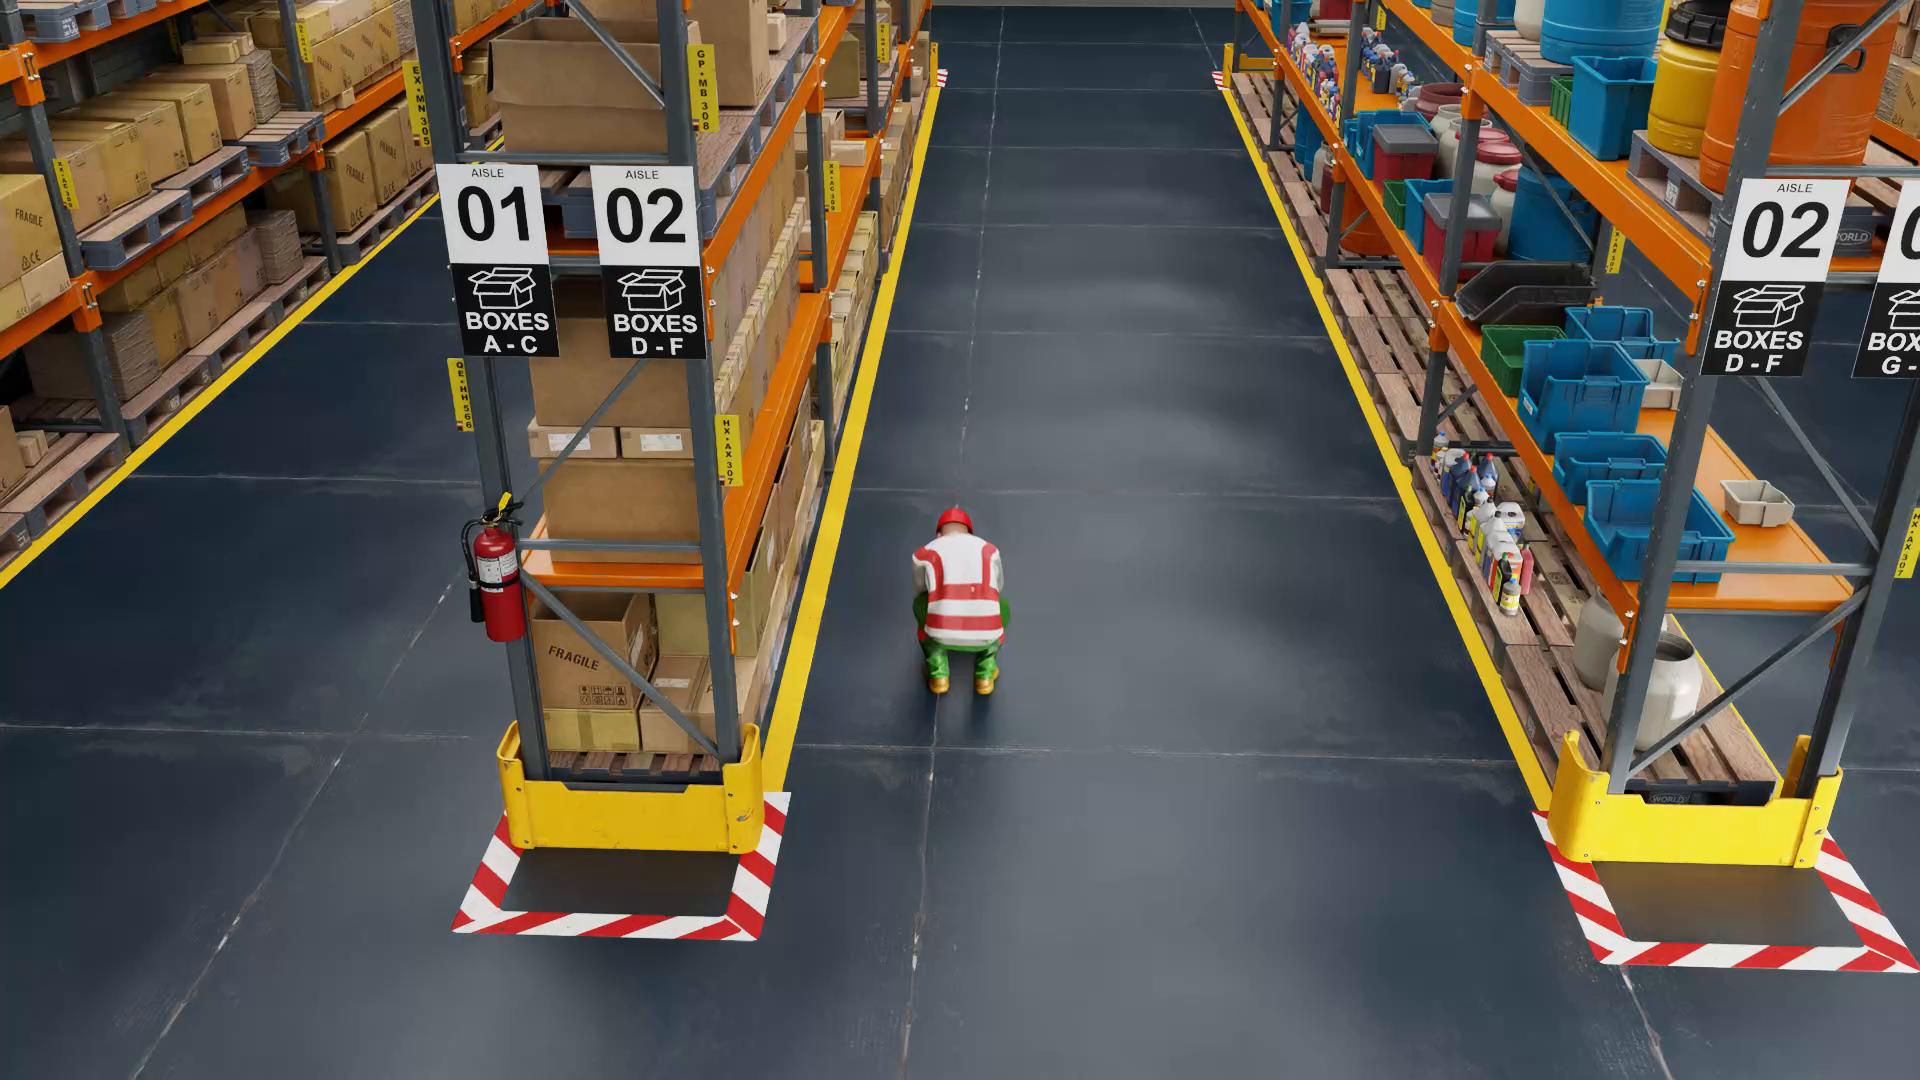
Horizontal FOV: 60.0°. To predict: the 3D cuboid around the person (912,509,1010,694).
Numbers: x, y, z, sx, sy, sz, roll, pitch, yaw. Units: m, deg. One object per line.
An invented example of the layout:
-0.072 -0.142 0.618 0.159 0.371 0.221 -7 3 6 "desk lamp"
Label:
0.005 0.381 9.052 0.538 0.862 0.931 1 28 1 "person"
